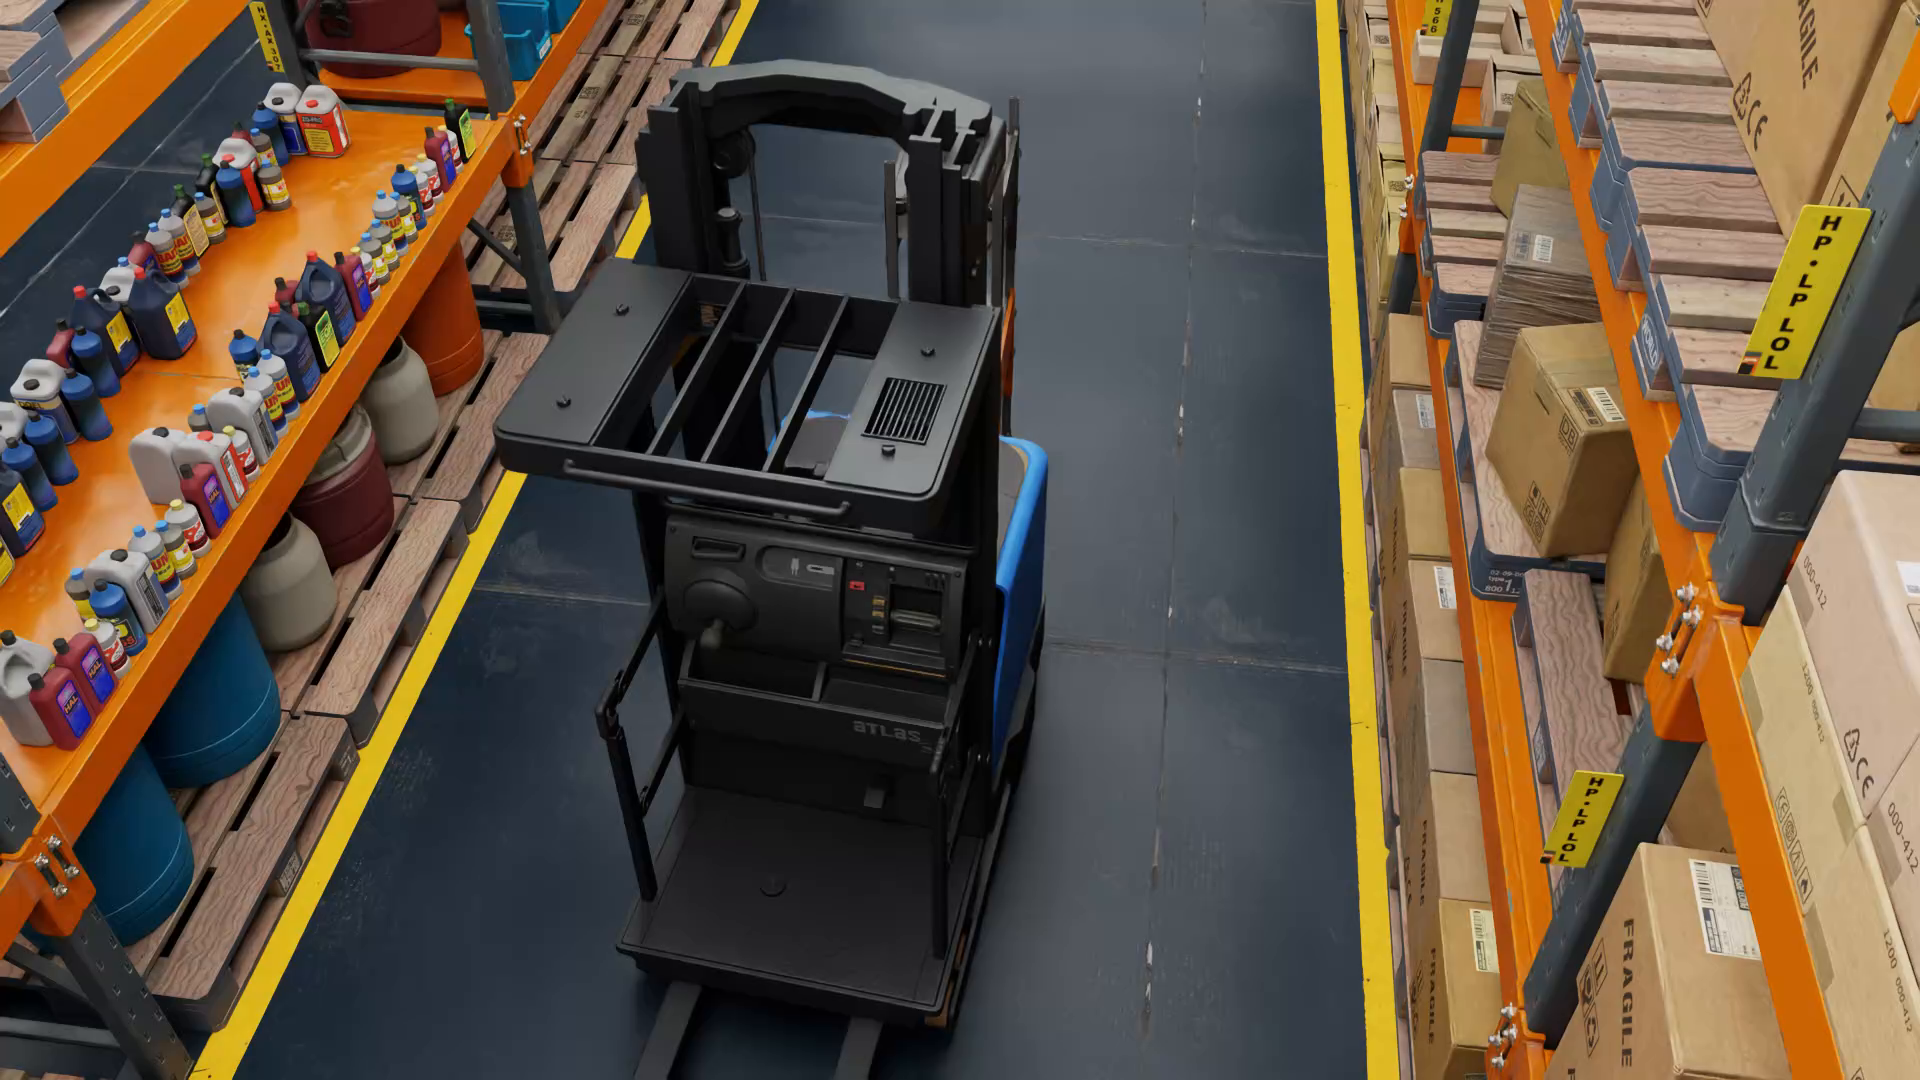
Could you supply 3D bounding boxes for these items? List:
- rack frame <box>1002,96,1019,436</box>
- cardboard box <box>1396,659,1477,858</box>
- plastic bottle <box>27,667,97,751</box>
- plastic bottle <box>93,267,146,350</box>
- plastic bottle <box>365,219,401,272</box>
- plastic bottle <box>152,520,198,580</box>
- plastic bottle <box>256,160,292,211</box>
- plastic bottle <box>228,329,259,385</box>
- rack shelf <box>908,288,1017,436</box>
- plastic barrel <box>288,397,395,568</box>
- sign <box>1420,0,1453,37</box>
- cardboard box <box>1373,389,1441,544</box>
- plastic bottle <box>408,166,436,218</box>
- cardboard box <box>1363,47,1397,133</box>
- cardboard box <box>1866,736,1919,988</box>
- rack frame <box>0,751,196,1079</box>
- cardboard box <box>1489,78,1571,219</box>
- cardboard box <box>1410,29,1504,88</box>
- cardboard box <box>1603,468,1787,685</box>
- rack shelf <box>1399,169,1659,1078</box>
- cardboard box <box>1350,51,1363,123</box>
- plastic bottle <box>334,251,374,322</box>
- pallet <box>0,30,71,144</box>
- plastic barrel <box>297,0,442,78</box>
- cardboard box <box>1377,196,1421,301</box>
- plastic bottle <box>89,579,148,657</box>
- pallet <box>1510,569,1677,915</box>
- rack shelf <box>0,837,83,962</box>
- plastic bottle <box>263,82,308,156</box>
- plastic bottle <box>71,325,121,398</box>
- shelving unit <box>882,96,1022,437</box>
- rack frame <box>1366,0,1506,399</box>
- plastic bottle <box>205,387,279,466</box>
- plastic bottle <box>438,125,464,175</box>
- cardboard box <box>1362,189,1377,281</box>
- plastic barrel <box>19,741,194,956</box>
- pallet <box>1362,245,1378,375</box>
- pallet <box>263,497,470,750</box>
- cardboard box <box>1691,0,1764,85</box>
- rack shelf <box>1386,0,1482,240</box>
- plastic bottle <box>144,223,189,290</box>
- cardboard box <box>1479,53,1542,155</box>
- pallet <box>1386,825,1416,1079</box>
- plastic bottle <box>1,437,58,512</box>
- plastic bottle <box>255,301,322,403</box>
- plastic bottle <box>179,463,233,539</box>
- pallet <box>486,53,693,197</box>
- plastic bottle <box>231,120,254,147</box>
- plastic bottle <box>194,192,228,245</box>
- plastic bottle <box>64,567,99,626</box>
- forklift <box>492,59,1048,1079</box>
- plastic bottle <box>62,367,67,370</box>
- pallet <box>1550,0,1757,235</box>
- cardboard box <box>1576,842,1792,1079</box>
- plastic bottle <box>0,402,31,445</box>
[{"bbox_3d":[0.010,-0.816,6.607,0.400,2.100,0.015,5,44,6],"label":"rack frame"},{"bbox_3d":[1.818,0.784,5.760,0.500,0.500,0.500,6,44,6],"label":"cardboard box"},{"bbox_3d":[-2.542,0.455,4.695,0.061,0.283,0.133,5,44,6],"label":"plastic bottle"},{"bbox_3d":[-3.045,-0.847,6.075,0.152,0.276,0.135,5,44,6],"label":"plastic bottle"},{"bbox_3d":[-2.243,-1.150,6.449,0.097,0.201,0.097,0,43,0],"label":"plastic bottle"},{"bbox_3d":[-2.471,0.023,5.211,0.097,0.201,0.097,0,43,0],"label":"plastic bottle"},{"bbox_3d":[-2.797,-1.451,6.767,0.097,0.201,0.097,0,43,0],"label":"plastic bottle"},{"bbox_3d":[-2.496,-0.622,5.841,0.097,0.271,0.097,0,43,0],"label":"plastic bottle"},{"bbox_3d":[-0.022,-0.640,6.440,0.431,0.518,0.480,5,44,6],"label":"rack shelf"},{"bbox_3d":[-2.682,-0.274,6.829,0.600,0.588,0.708,5,44,6],"label":"plastic barrel"},{"bbox_3d":[1.874,-2.118,6.485,0.100,0.325,0.005,5,44,6],"label":"sign"},{"bbox_3d":[2.018,-0.260,6.863,0.500,0.500,0.500,4,44,4],"label":"cardboard box"},{"bbox_3d":[-2.192,-1.415,6.729,0.097,0.201,0.097,0,43,0],"label":"plastic bottle"},{"bbox_3d":[2.450,-2.426,8.940,0.500,0.311,0.500,6,44,7],"label":"cardboard box"},{"bbox_3d":[1.521,0.510,2.116,0.500,0.250,0.500,5,44,6],"label":"cardboard box"},{"bbox_3d":[-3.013,0.624,4.432,1.000,3.000,0.127,5,44,6],"label":"rack frame"},{"bbox_3d":[2.453,-1.399,6.190,0.700,0.500,0.500,-8,44,-9],"label":"cardboard box"},{"bbox_3d":[2.270,-2.196,7.593,0.380,0.149,0.250,5,44,6],"label":"cardboard box"},{"bbox_3d":[2.209,0.111,4.595,0.700,0.500,0.500,12,45,12],"label":"cardboard box"},{"bbox_3d":[2.161,-0.025,5.640,1.077,0.370,4.000,5,44,6],"label":"rack shelf"},{"bbox_3d":[2.520,-2.576,9.505,0.500,0.250,0.500,4,44,4],"label":"cardboard box"},{"bbox_3d":[-2.266,-0.966,6.196,0.061,0.283,0.133,5,44,6],"label":"plastic bottle"},{"bbox_3d":[-3.006,-0.940,4.039,1.213,0.211,1.003,5,44,6],"label":"pallet"},{"bbox_3d":[-2.723,-2.495,7.627,0.600,0.536,0.708,5,44,6],"label":"plastic barrel"},{"bbox_3d":[2.250,-1.386,7.841,0.500,0.311,0.500,6,44,7],"label":"cardboard box"},{"bbox_3d":[-2.514,0.222,4.950,0.097,0.271,0.097,0,43,0],"label":"plastic bottle"},{"bbox_3d":[2.110,0.612,4.584,1.003,0.211,1.213,5,44,6],"label":"pallet"},{"bbox_3d":[-3.278,2.248,3.239,1.077,0.370,4.000,5,44,6],"label":"rack shelf"},{"bbox_3d":[-2.862,-1.792,7.073,0.152,0.276,0.135,5,44,6],"label":"plastic bottle"},{"bbox_3d":[-3.052,-0.637,5.857,0.097,0.271,0.097,0,43,0],"label":"plastic bottle"},{"bbox_3d":[-0.022,-0.650,6.431,0.431,2.100,0.503,5,44,6],"label":"shelving unit"},{"bbox_3d":[2.425,-1.649,6.833,1.000,3.000,0.127,5,44,6],"label":"rack frame"},{"bbox_3d":[-2.421,-0.401,5.604,0.152,0.276,0.135,5,44,6],"label":"plastic bottle"},{"bbox_3d":[-2.148,-1.639,6.966,0.097,0.201,0.097,0,43,0],"label":"plastic bottle"},{"bbox_3d":[2.317,-1.536,8.407,0.500,0.250,0.500,5,44,5],"label":"cardboard box"},{"bbox_3d":[-2.924,0.864,5.399,0.600,0.901,0.708,5,44,6],"label":"plastic barrel"},{"bbox_3d":[2.572,-1.194,8.380,1.003,0.211,1.213,5,44,6],"label":"pallet"},{"bbox_3d":[-2.711,0.281,6.822,1.003,0.211,1.213,5,44,6],"label":"pallet"},{"bbox_3d":[2.209,-1.484,4.025,0.600,0.600,0.600,4,44,4],"label":"cardboard box"},{"bbox_3d":[2.689,-2.751,8.519,1.077,0.370,4.000,5,44,6],"label":"rack shelf"},{"bbox_3d":[-3.027,-1.084,6.329,0.097,0.271,0.097,0,43,0],"label":"plastic bottle"},{"bbox_3d":[2.516,-1.861,7.121,0.500,0.311,0.500,8,44,8],"label":"cardboard box"},{"bbox_3d":[1.966,1.531,5.501,1.003,0.211,1.213,5,44,6],"label":"pallet"},{"bbox_3d":[-3.041,-0.221,5.418,0.097,0.271,0.097,0,43,0],"label":"plastic bottle"},{"bbox_3d":[-2.371,-0.669,5.833,0.144,0.351,0.185,5,44,6],"label":"plastic bottle"},{"bbox_3d":[-2.425,-0.150,5.334,0.061,0.283,0.133,5,44,6],"label":"plastic bottle"},{"bbox_3d":[-2.180,-2.443,9.699,1.003,0.211,1.213,5,44,6],"label":"pallet"},{"bbox_3d":[-2.951,-1.574,6.838,0.061,0.283,0.133,5,44,6],"label":"plastic bottle"},{"bbox_3d":[-2.983,-1.282,6.589,0.097,0.201,0.097,0,43,0],"label":"plastic bottle"},{"bbox_3d":[-2.652,0.167,5.059,0.097,0.201,0.097,0,43,0],"label":"plastic bottle"},{"bbox_3d":[-0.487,0.270,4.855,1.130,2.935,3.031,9,44,9],"label":"forklift"},{"bbox_3d":[-3.130,-0.526,5.791,0.097,0.201,0.097,0,43,0],"label":"plastic bottle"},{"bbox_3d":[2.186,-1.089,4.196,1.213,0.211,1.003,5,44,6],"label":"pallet"},{"bbox_3d":[1.555,0.973,3.263,0.500,0.500,0.500,6,44,7],"label":"cardboard box"},{"bbox_3d":[-3.149,-0.313,5.512,0.152,0.276,0.135,5,44,6],"label":"plastic bottle"}]
